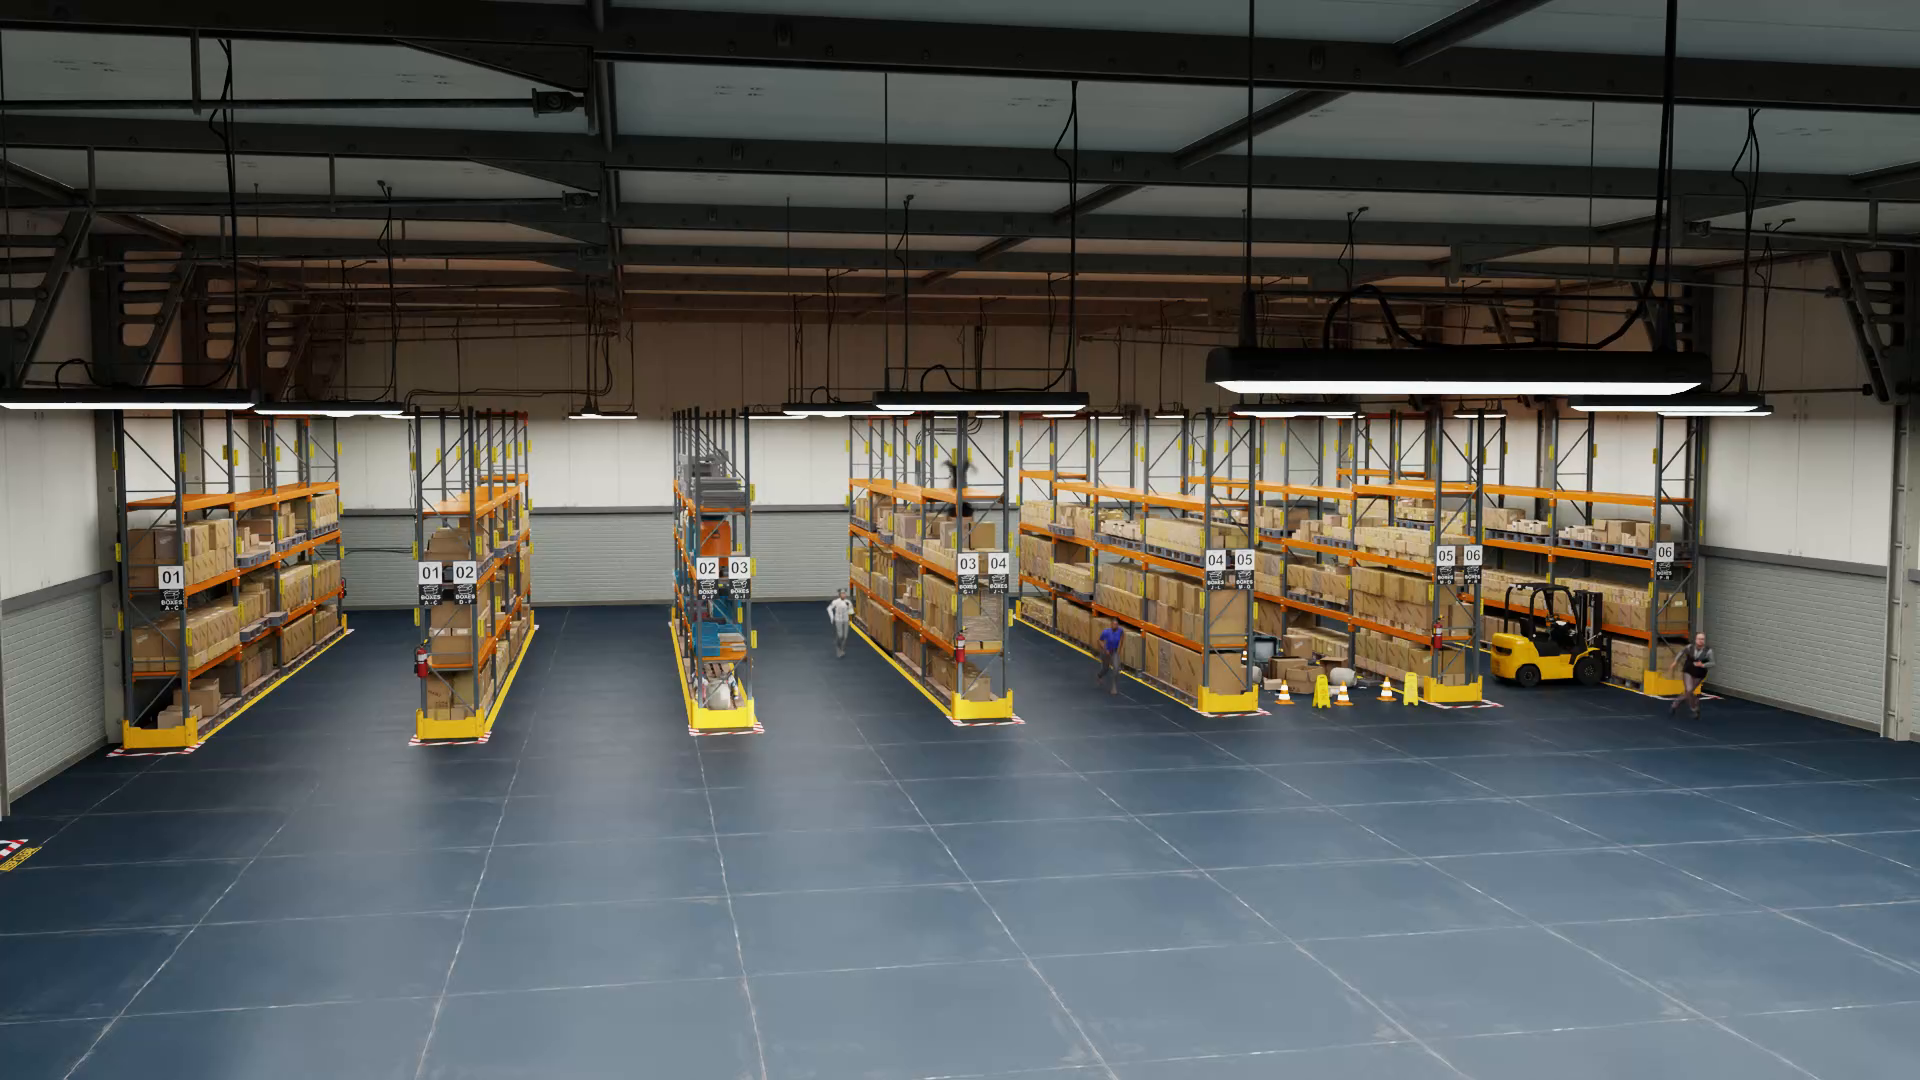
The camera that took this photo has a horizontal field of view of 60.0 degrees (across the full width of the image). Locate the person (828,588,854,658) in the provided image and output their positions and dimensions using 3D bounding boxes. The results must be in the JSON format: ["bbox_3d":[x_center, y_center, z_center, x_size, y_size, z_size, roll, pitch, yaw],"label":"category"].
[{"bbox_3d":[-2.861,2.011,40.369,0.582,1.717,0.685,-1,4,-19],"label":"person"}]

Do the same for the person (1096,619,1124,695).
[{"bbox_3d":[3.160,2.439,35.357,0.601,1.622,0.959,-2,4,-24],"label":"person"}]

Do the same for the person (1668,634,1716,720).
[{"bbox_3d":[14.111,2.603,32.045,0.767,1.639,0.706,1,4,14],"label":"person"}]
